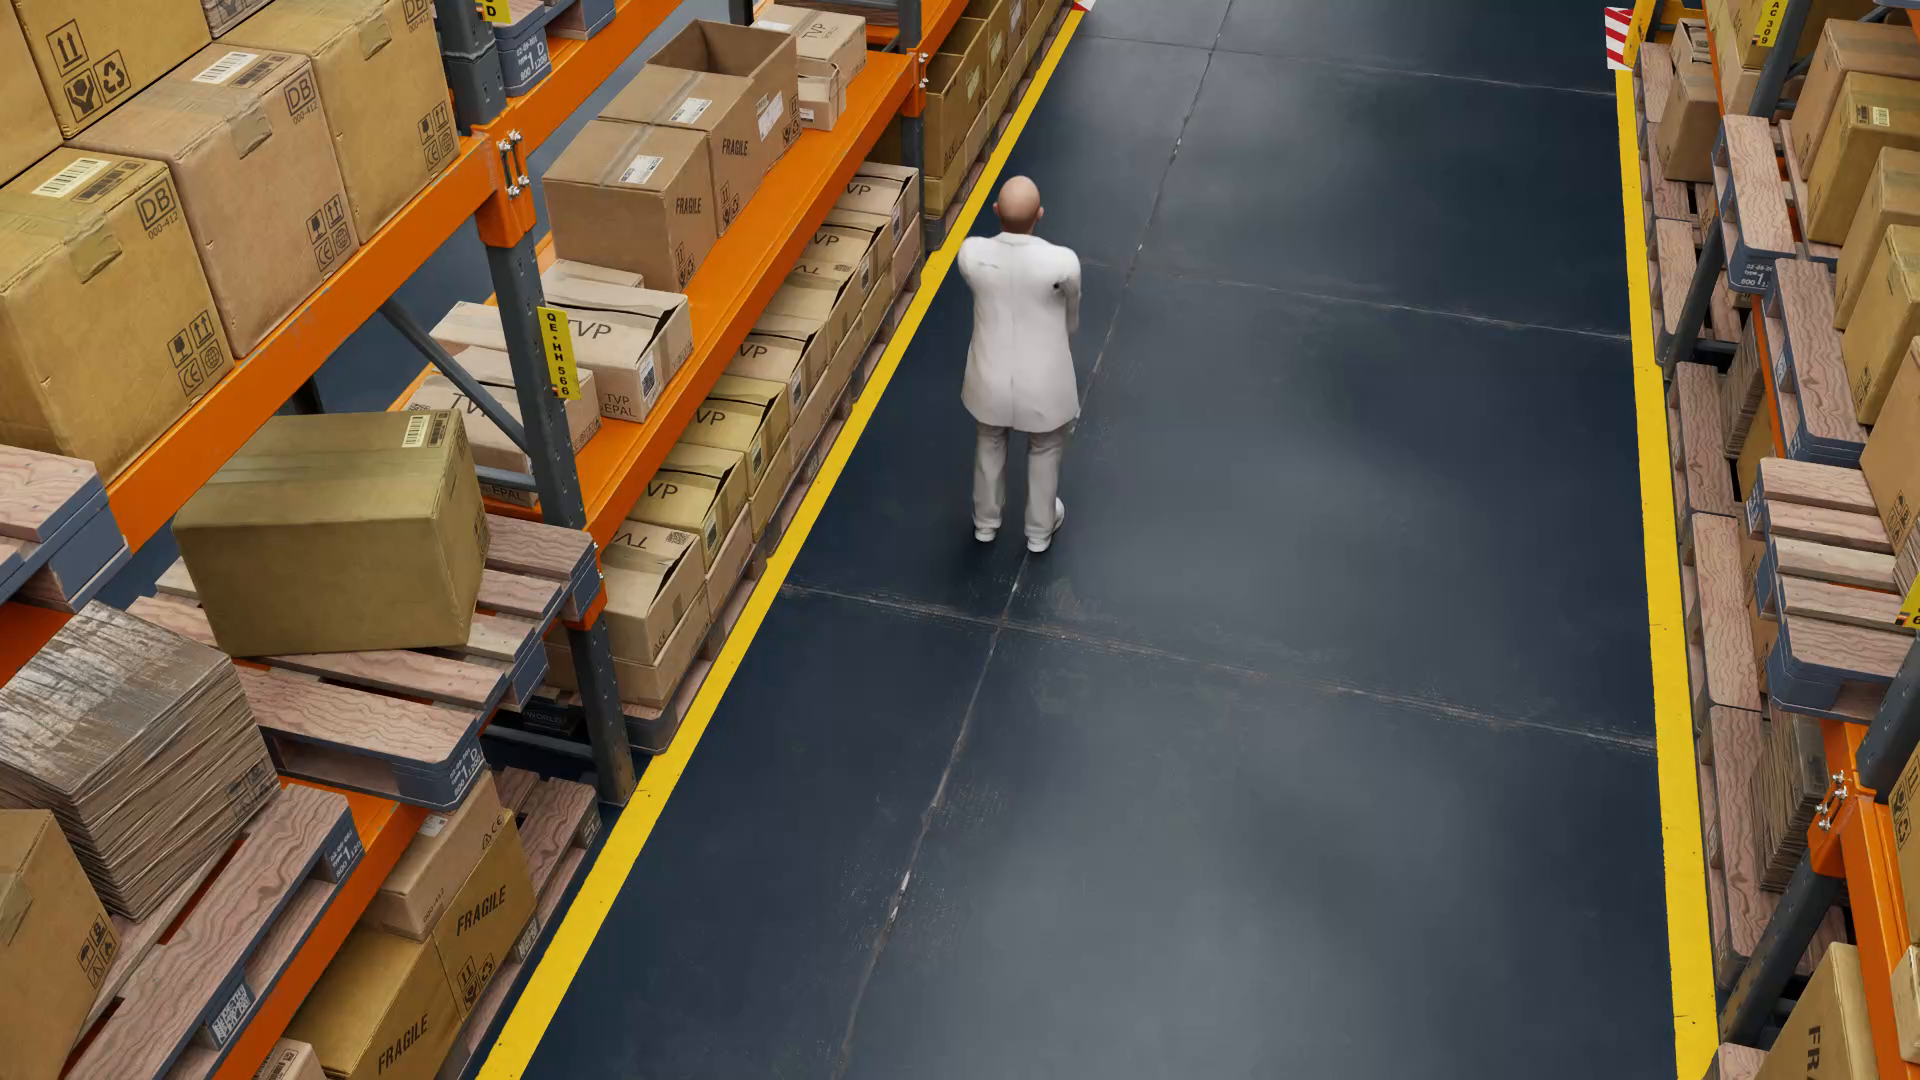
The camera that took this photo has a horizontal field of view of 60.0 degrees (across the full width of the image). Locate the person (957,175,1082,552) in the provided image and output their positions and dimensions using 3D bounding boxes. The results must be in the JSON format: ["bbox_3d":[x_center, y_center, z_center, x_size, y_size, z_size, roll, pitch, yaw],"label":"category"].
[{"bbox_3d":[0.275,-0.793,7.101,0.527,1.780,0.551,9,41,11],"label":"person"}]
